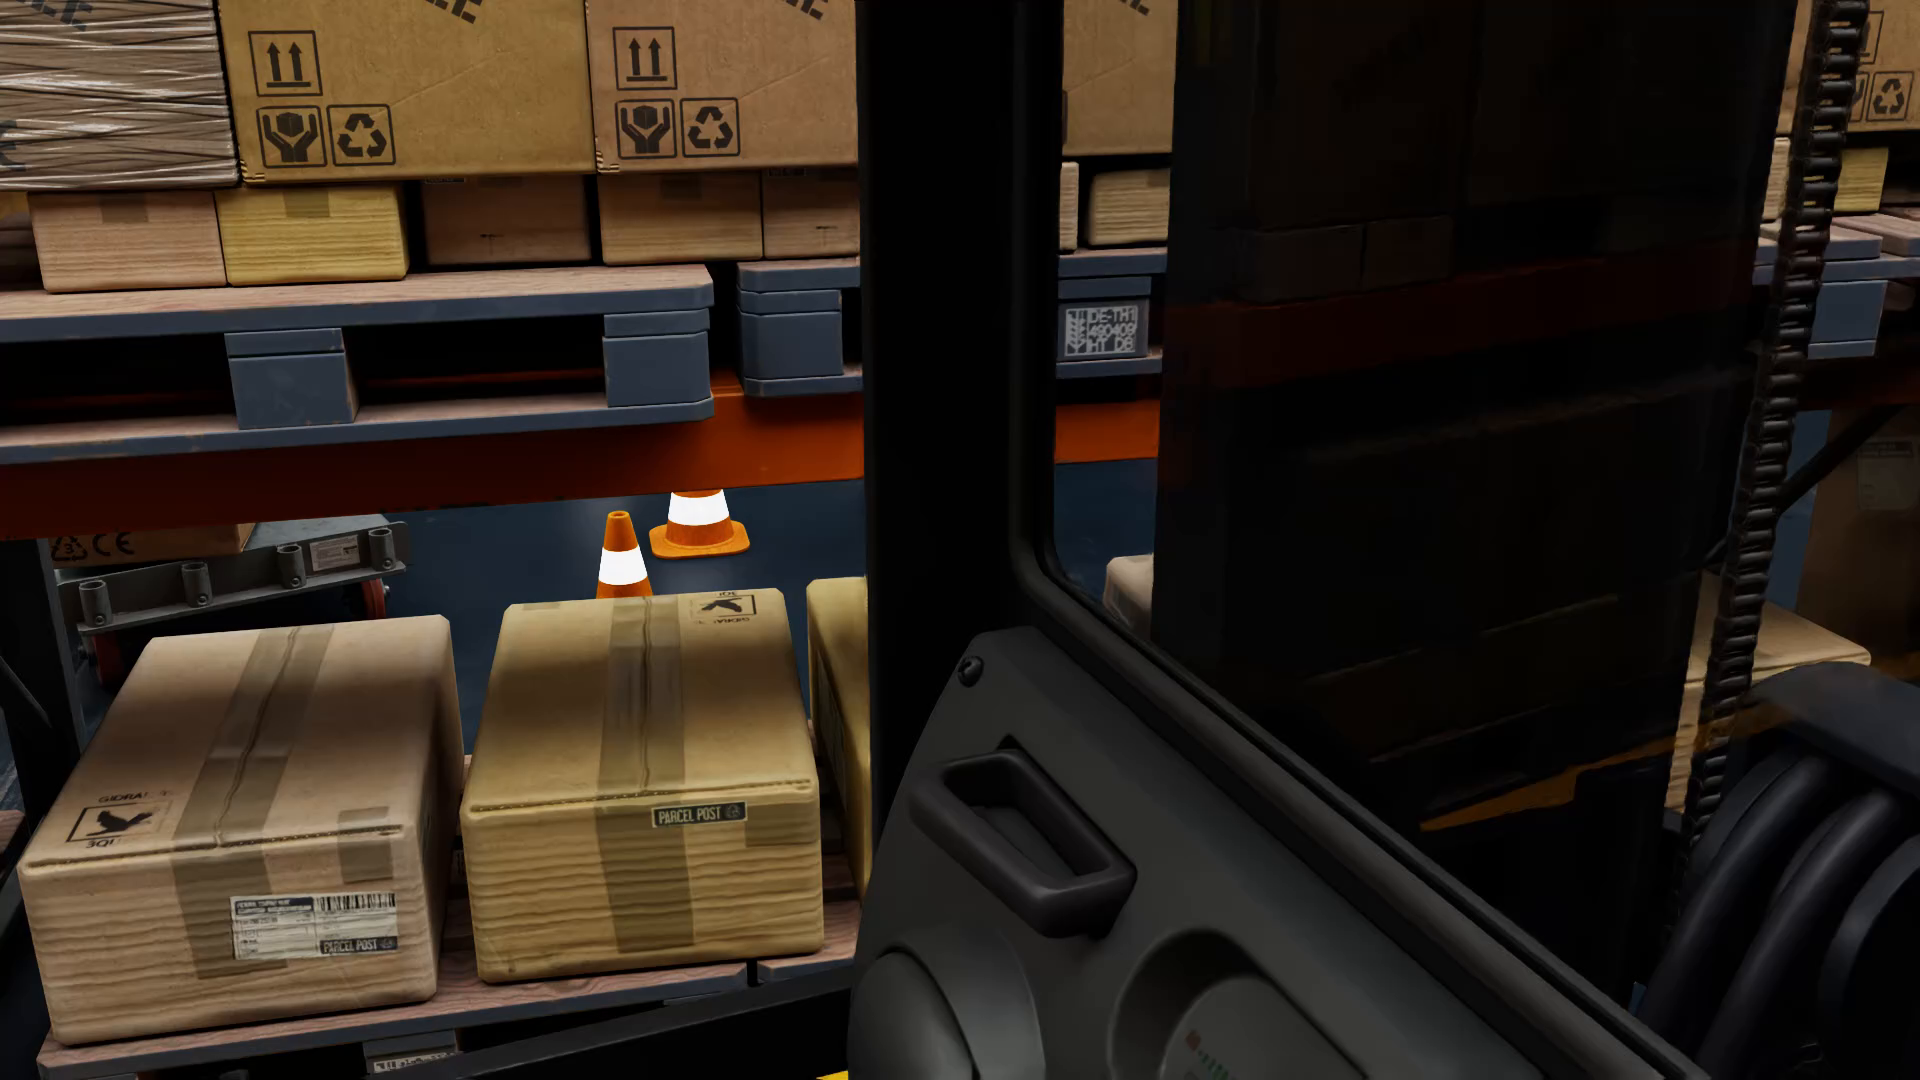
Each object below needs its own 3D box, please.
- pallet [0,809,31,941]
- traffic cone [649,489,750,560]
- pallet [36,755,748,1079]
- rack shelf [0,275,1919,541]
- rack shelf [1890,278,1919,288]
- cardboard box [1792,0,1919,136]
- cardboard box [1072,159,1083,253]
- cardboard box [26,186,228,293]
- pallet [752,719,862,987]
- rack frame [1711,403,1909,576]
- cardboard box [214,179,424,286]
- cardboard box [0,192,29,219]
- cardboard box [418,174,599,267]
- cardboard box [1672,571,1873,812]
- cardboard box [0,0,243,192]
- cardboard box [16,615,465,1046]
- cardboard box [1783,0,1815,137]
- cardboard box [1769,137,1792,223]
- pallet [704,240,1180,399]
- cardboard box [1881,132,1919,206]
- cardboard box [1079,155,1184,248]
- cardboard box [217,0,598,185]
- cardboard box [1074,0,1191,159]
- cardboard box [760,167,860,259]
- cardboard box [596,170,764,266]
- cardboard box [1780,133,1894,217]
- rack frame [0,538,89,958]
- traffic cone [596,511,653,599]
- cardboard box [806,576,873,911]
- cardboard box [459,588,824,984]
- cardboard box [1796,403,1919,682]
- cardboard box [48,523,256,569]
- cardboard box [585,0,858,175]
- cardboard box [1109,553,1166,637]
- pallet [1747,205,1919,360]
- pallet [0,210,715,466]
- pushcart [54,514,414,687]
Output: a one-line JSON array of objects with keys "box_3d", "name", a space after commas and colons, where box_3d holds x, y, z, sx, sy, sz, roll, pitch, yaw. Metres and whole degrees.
[{"box_3d": [-2.492, 0.895, 3.065, 1.213, 0.211, 1.003, -5, 21, -12], "name": "pallet"}, {"box_3d": [-0.910, -0.213, 5.722, 0.334, 0.463, 0.336, -5, 21, -12], "name": "traffic cone"}, {"box_3d": [-1.089, 0.768, 3.412, 1.213, 0.211, 1.003, -5, 21, -12], "name": "pallet"}, {"box_3d": [0.100, -0.300, 3.318, 4.000, 0.370, 1.077, -5, 21, -12], "name": "rack shelf"}, {"box_3d": [3.992, -0.616, 4.182, 4.000, 0.370, 1.077, -5, 21, -12], "name": "rack shelf"}, {"box_3d": [1.668, -1.051, 3.134, 0.500, 0.500, 0.500, -5, 21, -14], "name": "cardboard box"}, {"box_3d": [0.039, -0.590, 2.820, 0.250, 0.149, 0.380, -4, 20, -10], "name": "cardboard box"}, {"box_3d": [-1.236, -0.497, 2.564, 0.250, 0.149, 0.380, -4, 21, -12], "name": "cardboard box"}, {"box_3d": [0.100, 0.670, 3.678, 1.213, 0.211, 1.003, -5, 21, -12], "name": "pallet"}, {"box_3d": [2.046, -0.796, 3.627, 0.127, 3.000, 1.000, -5, 21, -12], "name": "rack frame"}, {"box_3d": [-0.991, -0.513, 2.610, 0.250, 0.149, 0.380, -4, 21, -11], "name": "cardboard box"}, {"box_3d": [-3.712, -1.301, 7.485, 0.875, 0.875, 0.875, -4, 21, -12], "name": "cardboard box"}, {"box_3d": [-0.733, -0.561, 2.741, 0.250, 0.149, 0.380, -3, 20, -9], "name": "cardboard box"}, {"box_3d": [1.494, 0.282, 3.893, 0.625, 0.372, 0.950, -6, 21, -16], "name": "cardboard box"}, {"box_3d": [-1.324, -0.804, 2.461, 0.500, 0.500, 0.500, -4, 21, -11], "name": "cardboard box"}, {"box_3d": [-1.337, 0.515, 3.258, 0.625, 0.372, 0.950, -4, 21, -12], "name": "cardboard box"}, {"box_3d": [1.167, -1.006, 3.012, 0.500, 0.500, 0.500, -5, 21, -13], "name": "cardboard box"}, {"box_3d": [1.302, -0.690, 3.092, 0.250, 0.149, 0.380, -5, 21, -13], "name": "cardboard box"}, {"box_3d": [0.129, -0.536, 3.194, 1.213, 0.211, 1.003, -5, 21, -12], "name": "pallet"}, {"box_3d": [1.781, -0.770, 3.312, 0.250, 0.149, 0.380, -4, 20, -10], "name": "cardboard box"}, {"box_3d": [0.292, -0.621, 2.905, 0.250, 0.149, 0.380, -5, 21, -14], "name": "cardboard box"}, {"box_3d": [-0.837, -0.844, 2.570, 0.500, 0.500, 0.500, -5, 21, -12], "name": "cardboard box"}, {"box_3d": [0.145, -0.923, 2.785, 0.500, 0.500, 0.500, -6, 21, -15], "name": "cardboard box"}, {"box_3d": [-0.232, -0.587, 2.810, 0.250, 0.149, 0.380, -4, 21, -12], "name": "cardboard box"}, {"box_3d": [-0.473, -0.568, 2.758, 0.250, 0.149, 0.380, -4, 21, -12], "name": "cardboard box"}, {"box_3d": [1.537, -0.725, 3.188, 0.250, 0.149, 0.380, -4, 21, -12], "name": "cardboard box"}, {"box_3d": [-1.847, -0.479, 2.762, 0.127, 3.000, 1.000, -5, 21, -12], "name": "rack frame"}, {"box_3d": [-0.962, 0.145, 4.746, 0.334, 0.463, 0.336, -5, 21, -12], "name": "traffic cone"}, {"box_3d": [0.038, 0.401, 3.568, 0.625, 0.372, 0.950, -4, 20, -11], "name": "cardboard box"}, {"box_3d": [-0.638, 0.457, 3.416, 0.625, 0.372, 0.950, -3, 20, -9], "name": "cardboard box"}, {"box_3d": [2.737, -0.022, 3.993, 0.875, 0.875, 0.875, -5, 21, -13], "name": "cardboard box"}, {"box_3d": [-2.285, -0.255, 4.682, 0.500, 0.500, 0.500, -5, 21, -12], "name": "cardboard box"}, {"box_3d": [-0.353, -0.879, 2.664, 0.500, 0.500, 0.500, -5, 21, -13], "name": "cardboard box"}, {"box_3d": [0.778, 0.343, 3.727, 0.625, 0.372, 0.950, -5, 21, -14], "name": "cardboard box"}, {"box_3d": [1.377, -0.614, 3.408, 1.003, 0.211, 1.213, -5, 21, -12], "name": "pallet"}, {"box_3d": [-1.069, -0.401, 2.828, 1.213, 0.211, 1.003, -5, 21, -12], "name": "pallet"}, {"box_3d": [-2.420, -0.007, 5.286, 0.936, 0.377, 1.648, -13, 24, -31], "name": "pushcart"}]
